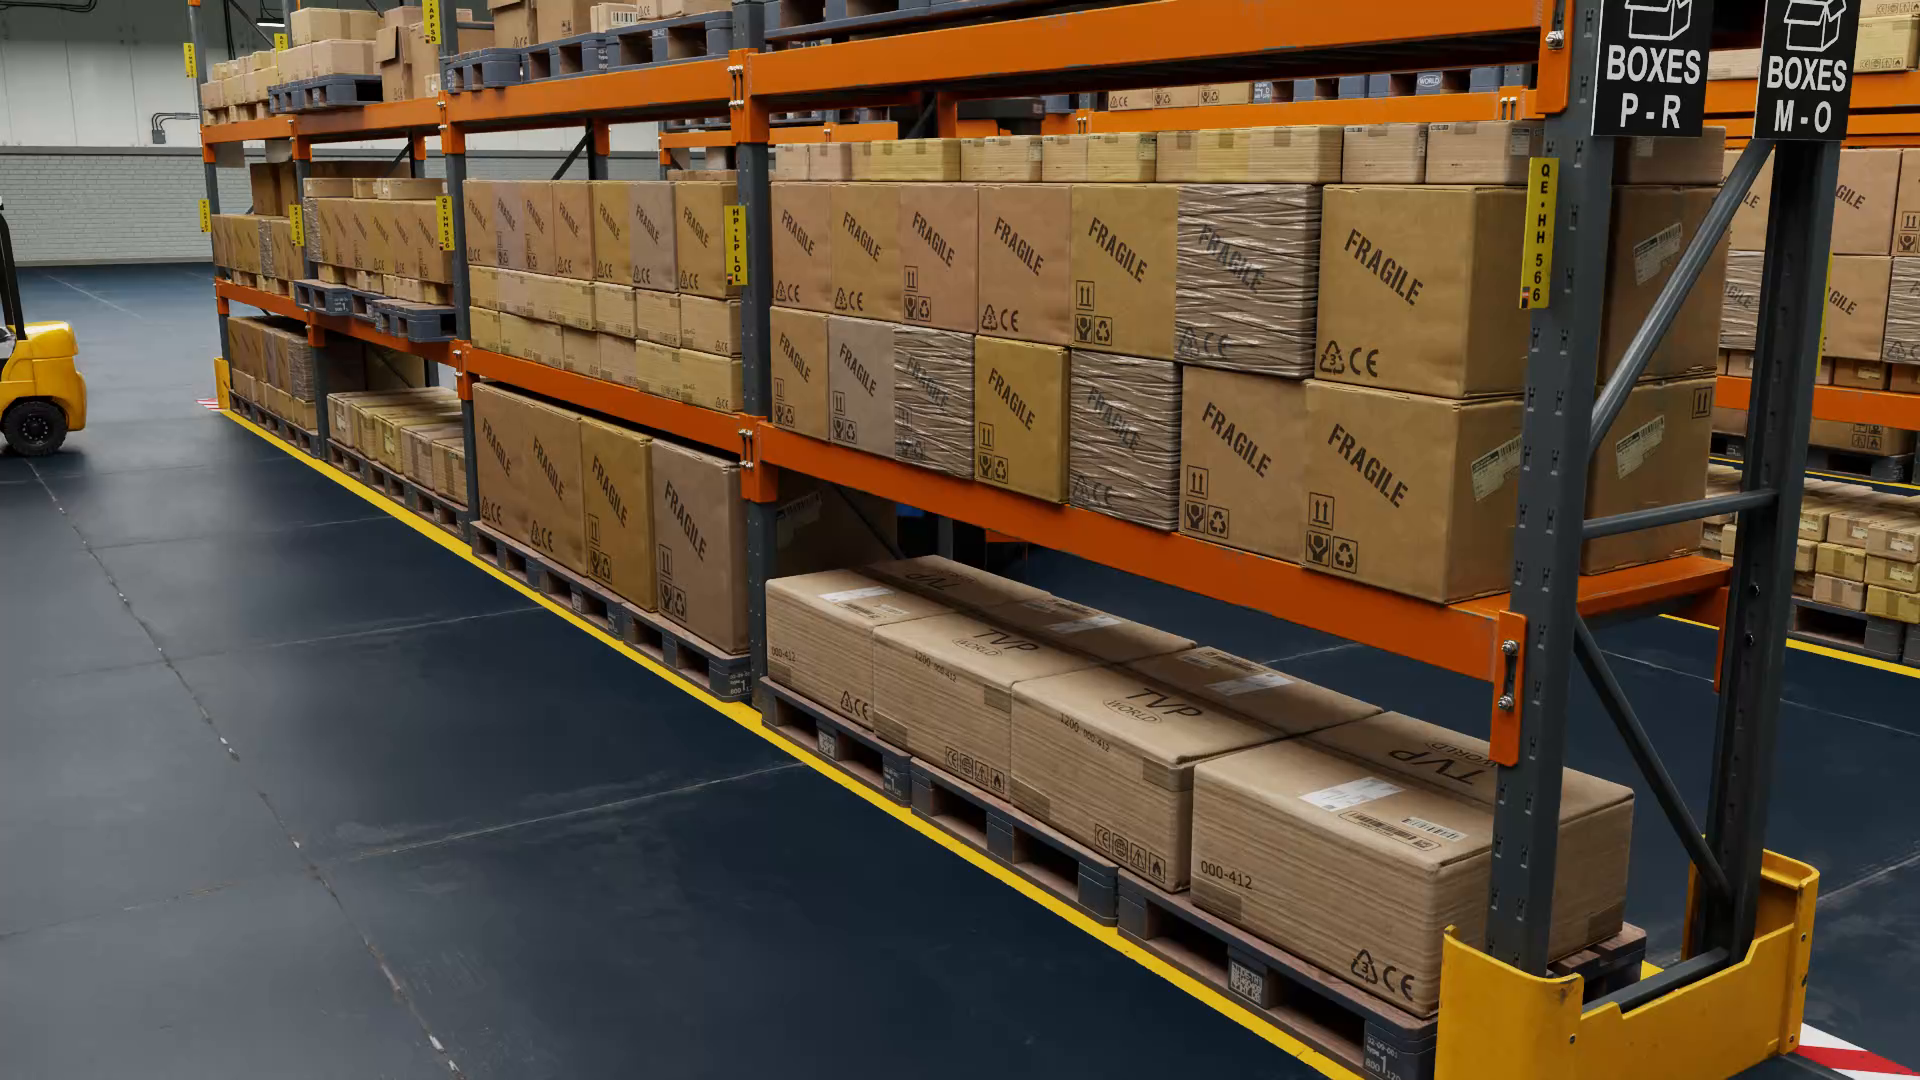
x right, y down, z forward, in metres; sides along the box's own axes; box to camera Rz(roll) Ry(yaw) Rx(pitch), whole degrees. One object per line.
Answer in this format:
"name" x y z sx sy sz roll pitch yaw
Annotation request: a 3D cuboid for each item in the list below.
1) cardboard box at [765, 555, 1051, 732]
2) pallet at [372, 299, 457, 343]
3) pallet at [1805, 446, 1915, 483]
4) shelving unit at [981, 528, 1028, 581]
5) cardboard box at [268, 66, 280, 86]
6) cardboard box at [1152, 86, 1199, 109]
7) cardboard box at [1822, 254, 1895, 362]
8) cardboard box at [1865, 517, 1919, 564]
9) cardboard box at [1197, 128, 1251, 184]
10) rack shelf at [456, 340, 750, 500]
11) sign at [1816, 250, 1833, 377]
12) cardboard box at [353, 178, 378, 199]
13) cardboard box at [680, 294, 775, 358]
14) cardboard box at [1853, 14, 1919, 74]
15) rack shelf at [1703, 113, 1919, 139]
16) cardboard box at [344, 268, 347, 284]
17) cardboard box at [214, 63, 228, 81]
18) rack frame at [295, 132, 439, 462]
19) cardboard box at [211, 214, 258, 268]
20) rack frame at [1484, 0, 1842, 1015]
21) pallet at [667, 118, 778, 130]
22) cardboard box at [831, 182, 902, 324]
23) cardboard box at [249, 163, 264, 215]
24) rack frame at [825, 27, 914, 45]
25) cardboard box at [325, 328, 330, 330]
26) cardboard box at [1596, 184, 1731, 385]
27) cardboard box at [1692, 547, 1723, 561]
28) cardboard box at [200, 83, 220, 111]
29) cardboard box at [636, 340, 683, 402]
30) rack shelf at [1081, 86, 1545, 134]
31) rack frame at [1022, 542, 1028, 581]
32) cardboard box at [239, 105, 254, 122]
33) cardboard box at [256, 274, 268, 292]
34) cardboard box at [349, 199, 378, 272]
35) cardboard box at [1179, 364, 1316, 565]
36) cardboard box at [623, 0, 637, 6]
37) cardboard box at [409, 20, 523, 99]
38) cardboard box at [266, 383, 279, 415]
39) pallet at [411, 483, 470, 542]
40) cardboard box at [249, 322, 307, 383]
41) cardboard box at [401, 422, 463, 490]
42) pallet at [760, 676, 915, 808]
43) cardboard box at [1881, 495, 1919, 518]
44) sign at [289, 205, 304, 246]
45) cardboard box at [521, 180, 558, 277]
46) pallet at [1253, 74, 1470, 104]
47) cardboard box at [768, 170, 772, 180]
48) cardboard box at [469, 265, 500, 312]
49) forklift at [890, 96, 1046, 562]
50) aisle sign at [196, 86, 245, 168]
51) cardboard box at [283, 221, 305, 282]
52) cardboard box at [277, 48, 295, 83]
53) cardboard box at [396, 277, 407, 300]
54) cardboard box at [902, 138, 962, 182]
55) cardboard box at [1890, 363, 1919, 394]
"cardboard box" -0.224 0.406 6.997 0.875 0.438 0.875 -8 15 -34
"pallet" -3.182 -1.496 11.132 1.213 0.211 1.003 -8 15 -33
"pallet" 7.277 -0.704 13.585 1.003 0.211 1.213 -8 15 -33
"shelving unit" 0.260 -0.289 9.726 0.252 1.050 0.215 -1 12 -5
"cardboard box" -5.384 -3.772 13.721 0.500 0.250 0.500 -8 15 -33
"cardboard box" 1.744 -3.373 12.009 0.500 0.500 0.500 -8 15 -33
"cardboard box" 4.498 -1.172 8.268 0.500 0.500 0.500 -7 14 -30
"cardboard box" 4.668 -0.001 8.145 0.380 0.149 0.250 -7 14 -31
"cardboard box" 0.889 -1.075 4.665 0.380 0.149 0.250 -8 15 -31
"rack shelf" -1.590 -0.769 9.040 1.077 0.370 4.000 -8 15 -33
"sign" 2.199 -0.579 4.278 0.100 0.325 0.005 -8 15 -33
"cardboard box" -4.261 -2.597 12.284 0.380 0.149 0.250 -7 14 -30
"cardboard box" -0.929 -0.985 7.526 0.500 0.250 0.500 -8 15 -33
"cardboard box" 4.463 -2.371 8.010 0.500 0.250 0.500 -7 14 -30
"rack shelf" 6.660 -3.407 14.083 1.077 0.370 4.000 -8 15 -33
"cardboard box" -4.520 -2.047 12.807 0.380 0.149 0.250 -7 14 -29
"cardboard box" -6.787 -4.395 15.640 0.380 0.149 0.250 -8 15 -33
"rack frame" -4.915 -2.187 13.843 1.000 3.000 0.127 -8 15 -33
"cardboard box" -7.099 -2.976 16.518 0.500 0.500 0.500 -8 15 -34
"rack frame" 1.734 -0.053 4.083 1.000 3.000 0.127 -8 15 -33
"pallet" -2.646 -4.794 18.948 1.003 0.211 1.213 -8 15 -33
"cardboard box" -0.145 -1.098 6.286 0.500 0.500 0.500 -8 15 -33
"cardboard box" -6.666 -3.516 16.649 0.700 0.500 0.500 -9 15 -34
"rack frame" -0.850 -5.722 15.963 1.000 3.000 0.127 -8 15 -33
"cardboard box" -5.609 -1.739 15.489 0.500 0.500 0.500 -7 14 -30
"cardboard box" 1.705 -0.710 4.510 0.500 0.500 0.500 -8 15 -34
"cardboard box" 4.206 0.090 9.118 0.380 0.149 0.250 -9 15 -35
"cardboard box" -7.074 -4.315 16.206 0.500 0.250 0.500 -8 15 -34
"cardboard box" -1.222 -0.832 7.996 0.500 0.250 0.500 -8 15 -34
"rack shelf" 2.474 -2.838 11.481 1.077 0.370 4.000 -8 15 -33
"rack frame" 0.382 -0.291 9.736 0.008 1.050 0.200 -1 12 -5
"cardboard box" -6.318 -3.872 15.115 0.380 0.149 0.250 -9 15 -34
"cardboard box" -6.202 -2.356 15.204 0.380 0.149 0.250 -8 15 -32
"cardboard box" -4.060 -2.201 11.990 0.500 0.500 0.500 -9 15 -35
"cardboard box" 0.981 -0.247 4.738 0.500 0.500 0.500 -8 15 -34
"cardboard box" -1.481 -2.916 8.937 0.500 0.500 0.500 -8 15 -32
"cardboard box" -3.215 -3.160 11.035 0.700 0.500 0.500 -8 15 -33
"cardboard box" -6.047 -1.307 15.270 0.500 0.250 0.500 -8 15 -32
"pallet" -3.130 -0.253 11.524 1.003 0.211 1.213 -8 15 -33
"cardboard box" -6.336 -1.764 15.604 0.500 0.500 0.500 -8 15 -32
"cardboard box" -3.419 -0.629 11.886 0.950 0.372 0.625 -8 15 -34
"pallet" -0.126 0.742 6.974 1.003 0.211 1.213 -8 15 -33
"cardboard box" 5.046 -0.125 8.711 0.380 0.149 0.250 -8 15 -32
"sign" -5.362 -2.545 13.450 0.100 0.325 0.005 -8 15 -33
"cardboard box" -2.072 -1.716 9.111 0.500 0.500 0.500 -8 14 -31
"pallet" 2.752 -3.049 11.199 1.213 0.211 1.003 -8 15 -33
"cardboard box" -1.612 -3.658 17.689 0.875 0.550 0.550 -8 15 -33
"cardboard box" -2.623 -1.528 10.006 0.500 0.250 0.500 -8 15 -33
"forklift" 0.249 -1.569 11.176 1.130 2.935 3.031 5 13 20
"aisle sign" -7.423 -4.143 16.700 0.394 0.787 0.004 -8 15 -33
"cardboard box" -5.368 -2.431 14.027 0.500 0.500 0.500 -9 15 -34
"cardboard box" -4.925 -3.633 12.801 0.500 0.250 0.500 -9 15 -34
"cardboard box" -3.594 -1.713 11.279 0.380 0.149 0.250 -9 15 -35
"cardboard box" 0.018 -1.346 5.901 0.380 0.149 0.250 -9 15 -34
"cardboard box" 4.742 -0.798 8.079 0.380 0.149 0.250 -9 15 -35
